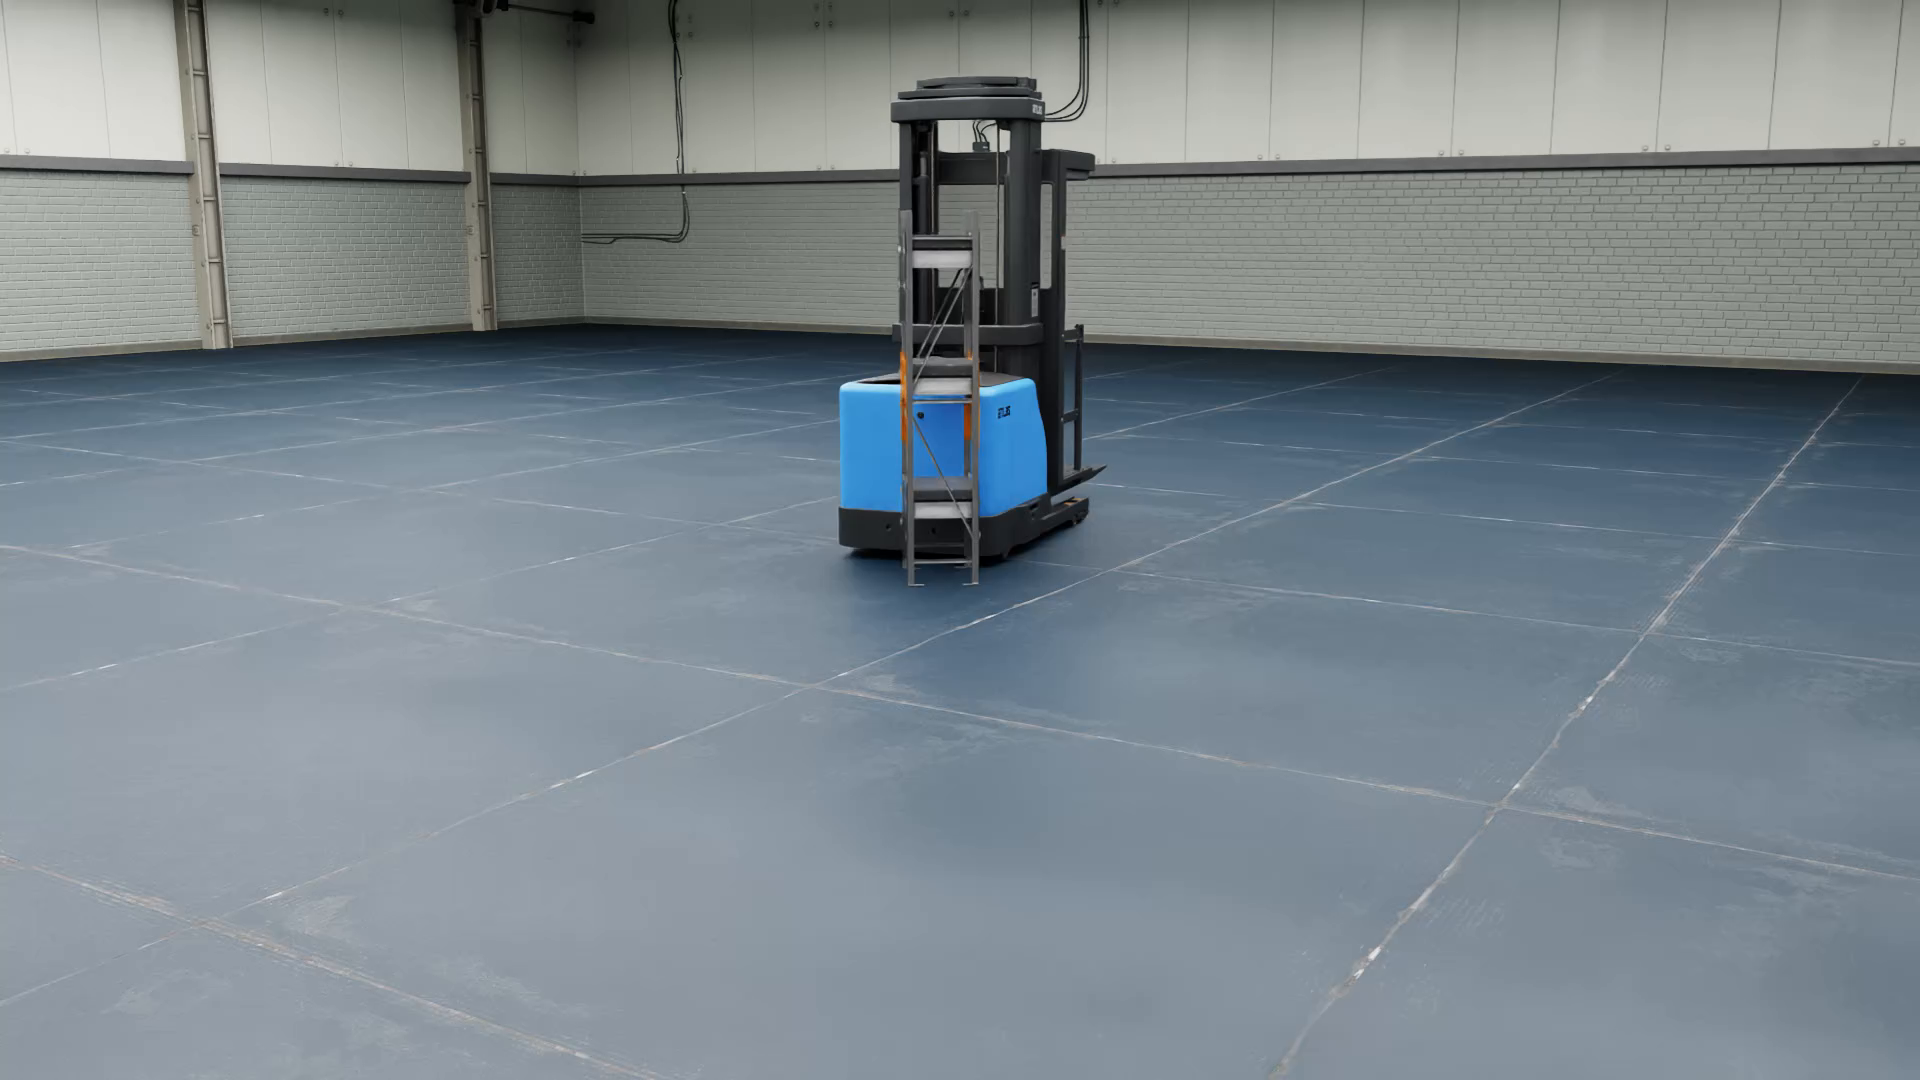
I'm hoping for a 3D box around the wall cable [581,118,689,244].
[{"bbox_3d":[-6.878,-7.449,34.640,3.097,2.526,0.112,6,12,31],"label":"wall cable"}]

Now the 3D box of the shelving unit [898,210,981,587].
[{"bbox_3d":[-0.119,-0.813,9.506,0.431,2.100,0.503,-1,11,-5],"label":"shelving unit"}]

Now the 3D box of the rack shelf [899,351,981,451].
[{"bbox_3d":[-0.119,-0.800,9.508,0.431,0.518,0.480,-1,11,-5],"label":"rack shelf"}]

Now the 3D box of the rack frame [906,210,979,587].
[{"bbox_3d":[-0.096,-0.768,9.267,0.400,2.100,0.015,-1,11,-5],"label":"rack frame"}]

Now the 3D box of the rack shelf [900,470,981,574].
[{"bbox_3d":[-0.119,-0.112,9.637,0.431,0.518,0.480,-1,11,-5],"label":"rack shelf"}]

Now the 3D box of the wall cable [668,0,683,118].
[{"bbox_3d":[-4.565,-9.673,32.795,3.097,2.526,0.112,6,12,31],"label":"wall cable"}]

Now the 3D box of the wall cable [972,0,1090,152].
[{"bbox_3d":[1.228,-9.737,29.184,2.305,6.003,0.169,6,12,31],"label":"wall cable"}]

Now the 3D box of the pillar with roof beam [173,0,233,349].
[{"bbox_3d":[-8.973,-7.283,25.317,9.100,9.000,0.400,6,12,31],"label":"pillar with roof beam"}]

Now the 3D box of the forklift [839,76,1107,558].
[{"bbox_3d":[0.257,-1.560,11.236,1.130,2.935,3.031,4,11,21],"label":"forklift"}]

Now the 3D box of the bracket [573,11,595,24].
[{"bbox_3d":[-7.788,-10.811,34.382,0.235,0.232,0.430,6,12,31],"label":"bracket"}]

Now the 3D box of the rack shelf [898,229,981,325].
[{"bbox_3d":[-0.119,-1.488,9.379,0.431,0.518,0.480,-1,11,-5],"label":"rack shelf"}]

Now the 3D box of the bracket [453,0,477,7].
[{"bbox_3d":[-9.449,-10.308,31.694,0.235,0.232,0.430,6,12,31],"label":"bracket"}]

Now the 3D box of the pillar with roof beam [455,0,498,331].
[{"bbox_3d":[-5.858,-8.227,30.358,9.100,9.000,0.548,6,12,31],"label":"pillar with roof beam"}]

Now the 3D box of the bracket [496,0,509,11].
[{"bbox_3d":[-9.018,-10.439,32.391,0.235,0.232,0.430,6,12,31],"label":"bracket"}]

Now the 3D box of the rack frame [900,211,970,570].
[{"bbox_3d":[-0.142,-0.858,9.745,0.400,2.100,0.015,-1,11,-5],"label":"rack frame"}]

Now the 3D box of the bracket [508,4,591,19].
[{"bbox_3d":[-8.095,-10.719,33.886,0.076,0.066,3.189,6,12,31],"label":"bracket"}]
